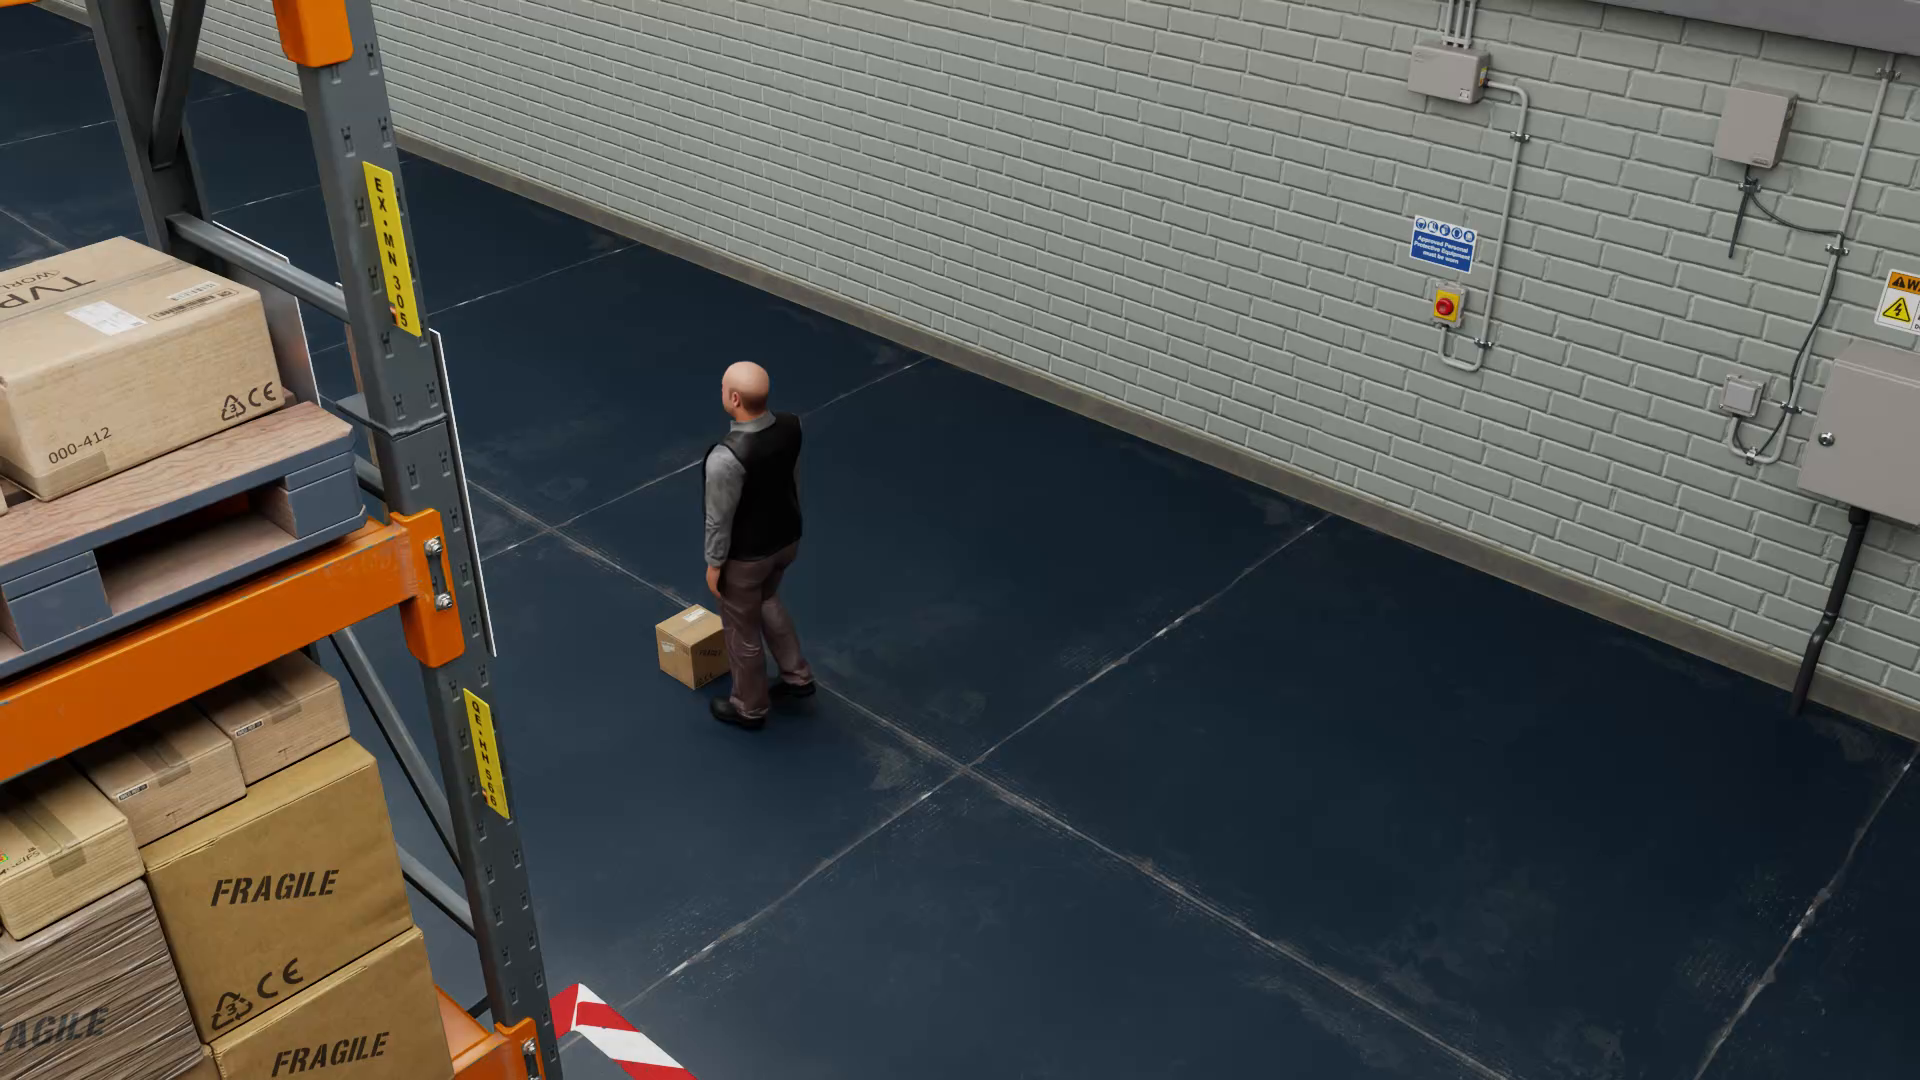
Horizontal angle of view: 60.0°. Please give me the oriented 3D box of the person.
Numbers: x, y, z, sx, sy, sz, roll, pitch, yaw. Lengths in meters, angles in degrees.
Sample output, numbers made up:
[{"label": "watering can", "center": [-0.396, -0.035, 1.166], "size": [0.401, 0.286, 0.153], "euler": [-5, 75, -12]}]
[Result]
[{"label": "person", "center": [-0.883, 0.031, 7.081], "size": [0.439, 1.728, 0.554], "euler": [21, 37, 31]}]
